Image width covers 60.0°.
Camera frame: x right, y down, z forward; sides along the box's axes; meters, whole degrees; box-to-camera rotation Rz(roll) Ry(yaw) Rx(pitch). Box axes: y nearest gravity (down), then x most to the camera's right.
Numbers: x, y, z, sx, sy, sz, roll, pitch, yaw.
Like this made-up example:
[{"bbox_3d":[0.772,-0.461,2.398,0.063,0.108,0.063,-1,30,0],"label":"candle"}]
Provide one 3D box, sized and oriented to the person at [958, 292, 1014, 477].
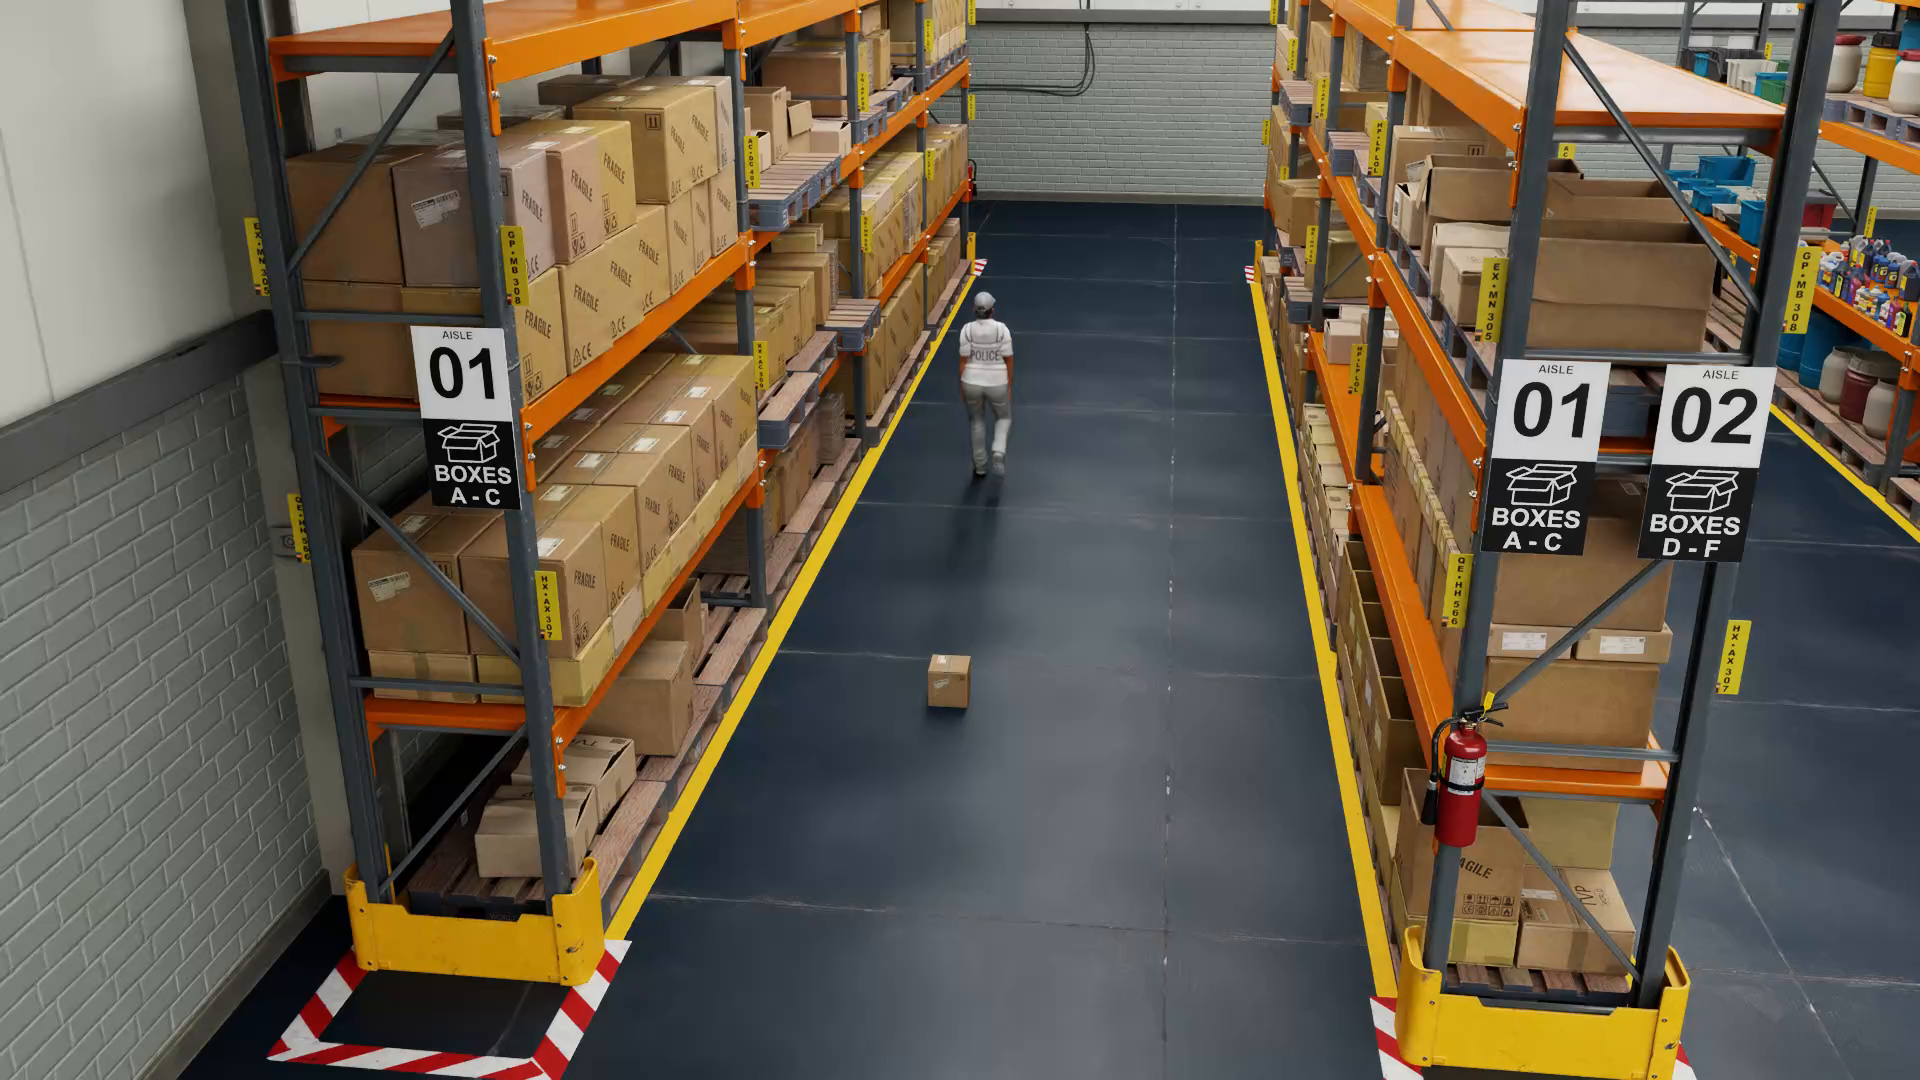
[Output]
[{"bbox_3d":[0.227,-1.345,14.480,0.476,1.648,0.547,2,21,5],"label":"person"}]
